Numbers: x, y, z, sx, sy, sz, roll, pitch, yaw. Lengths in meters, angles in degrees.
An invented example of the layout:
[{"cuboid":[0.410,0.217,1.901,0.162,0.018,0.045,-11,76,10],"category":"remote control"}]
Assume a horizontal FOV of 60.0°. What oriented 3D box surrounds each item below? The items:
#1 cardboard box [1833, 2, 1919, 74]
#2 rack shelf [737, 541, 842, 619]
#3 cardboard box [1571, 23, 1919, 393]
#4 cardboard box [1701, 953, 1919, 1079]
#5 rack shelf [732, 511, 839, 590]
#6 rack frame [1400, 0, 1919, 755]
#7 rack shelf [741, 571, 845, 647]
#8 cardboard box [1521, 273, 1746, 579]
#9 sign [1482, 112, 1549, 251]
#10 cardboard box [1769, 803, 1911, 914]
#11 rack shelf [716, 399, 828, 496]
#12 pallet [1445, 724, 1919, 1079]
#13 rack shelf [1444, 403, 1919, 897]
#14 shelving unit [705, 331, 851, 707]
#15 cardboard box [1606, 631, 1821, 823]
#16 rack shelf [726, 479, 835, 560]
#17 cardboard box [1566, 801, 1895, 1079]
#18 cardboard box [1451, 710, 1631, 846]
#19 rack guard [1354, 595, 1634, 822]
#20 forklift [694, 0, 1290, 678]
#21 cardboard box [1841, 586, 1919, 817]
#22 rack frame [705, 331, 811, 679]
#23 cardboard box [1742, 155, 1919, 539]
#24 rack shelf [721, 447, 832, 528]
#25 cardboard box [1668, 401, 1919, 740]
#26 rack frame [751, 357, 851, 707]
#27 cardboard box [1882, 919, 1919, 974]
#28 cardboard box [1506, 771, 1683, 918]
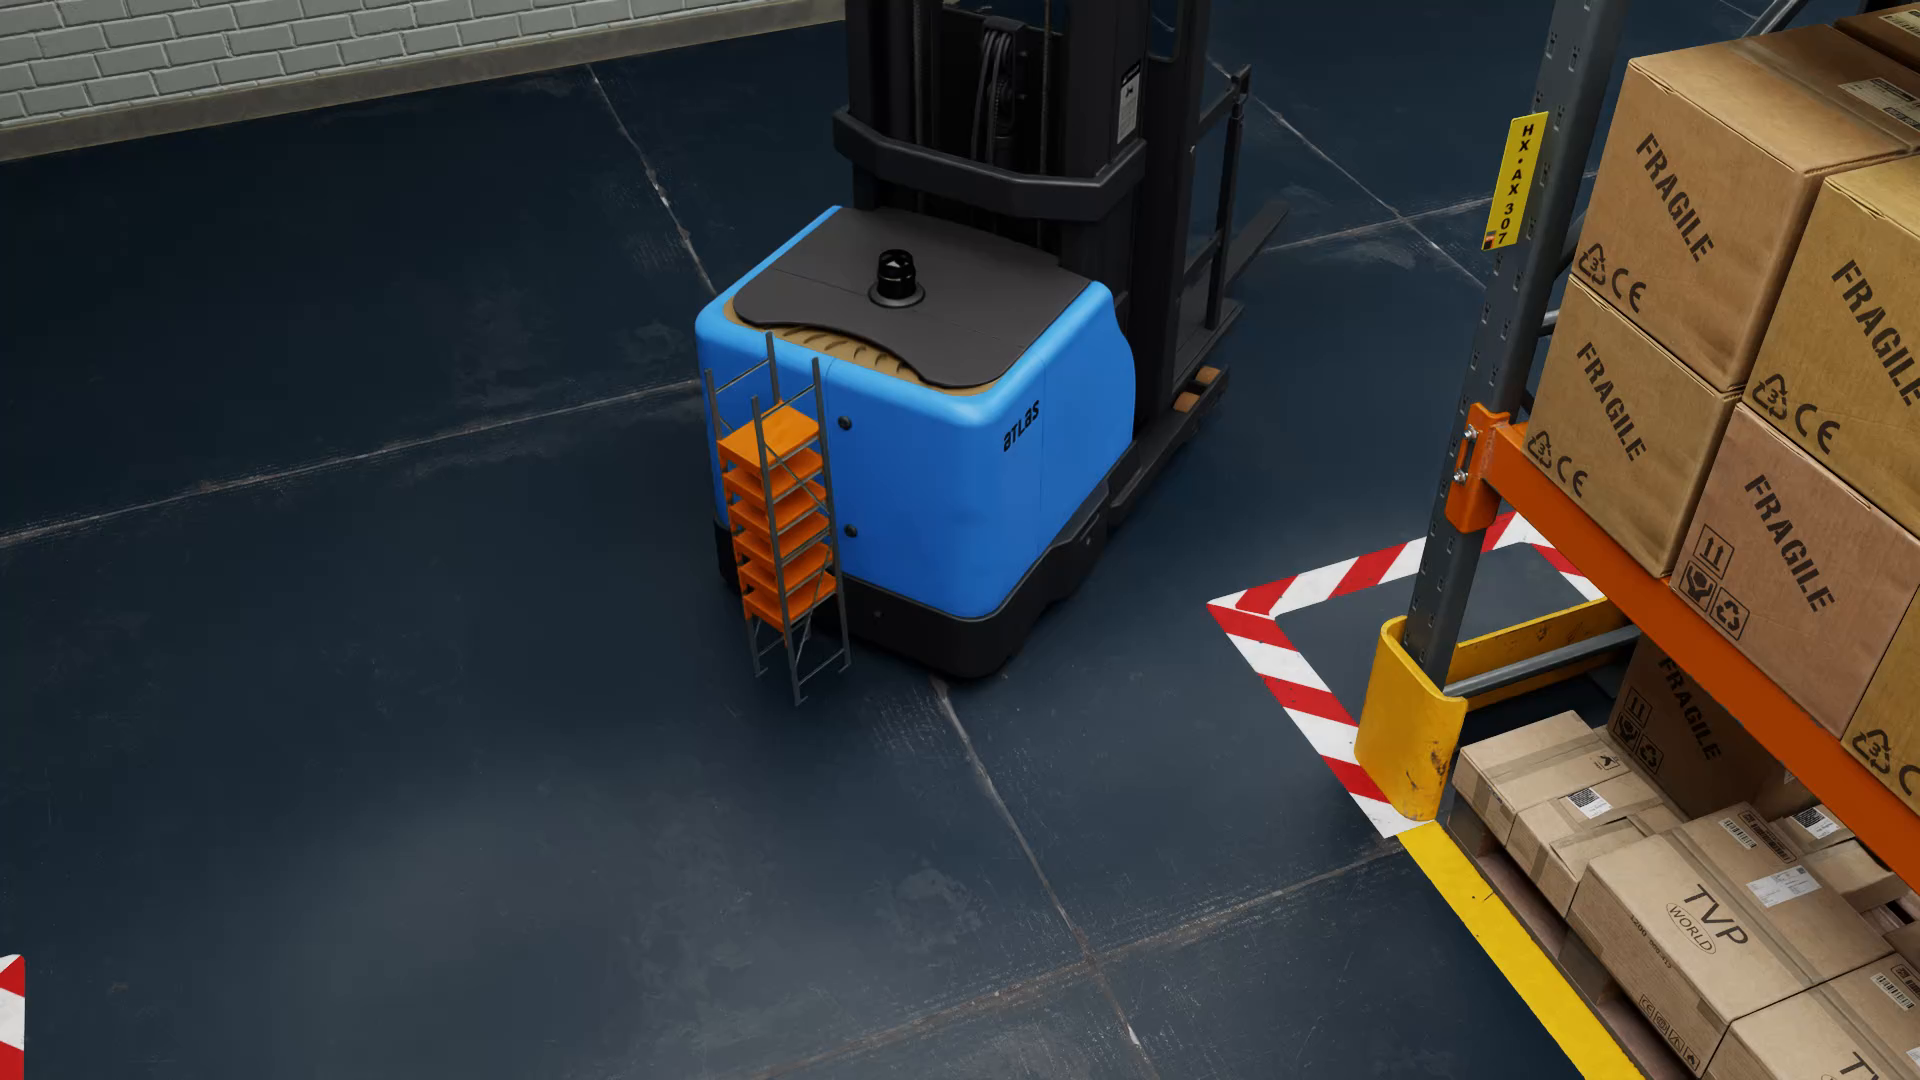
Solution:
[{"cuboid":[2.166,-0.823,3.562,0.500,0.500,0.500,-15,43,-17],"category":"cardboard box"},{"cuboid":[-0.508,0.093,4.965,0.180,0.103,0.258,31,52,31],"category":"rack shelf"},{"cuboid":[1.668,-0.689,3.407,0.500,0.500,0.500,-14,43,-16],"category":"cardboard box"},{"cuboid":[2.070,1.271,3.742,0.500,0.250,0.500,-15,43,-17],"category":"cardboard box"},{"cuboid":[-0.512,0.004,4.884,0.180,0.103,0.258,31,52,31],"category":"rack shelf"},{"cuboid":[1.742,-0.605,4.153,1.000,3.000,0.127,-15,43,-17],"category":"rack frame"},{"cuboid":[-0.505,0.181,5.046,0.180,0.103,0.258,31,52,31],"category":"rack shelf"},{"cuboid":[1.668,-0.310,3.733,0.500,0.500,0.500,-14,43,-16],"category":"cardboard box"},{"cuboid":[1.240,-0.798,3.713,0.100,0.325,0.005,-15,43,-17],"category":"sign"},{"cuboid":[2.249,0.835,4.314,0.380,0.166,0.250,-15,43,-17],"category":"cardboard box"},{"cuboid":[-0.522,-0.261,4.641,0.180,0.103,0.258,31,52,31],"category":"rack shelf"},{"cuboid":[2.077,0.978,4.451,1.003,0.211,1.213,-15,43,-17],"category":"pallet"},{"cuboid":[2.507,0.873,2.987,1.077,0.370,4.000,-15,43,-17],"category":"rack shelf"},{"cuboid":[-0.513,-0.028,4.854,0.189,1.200,0.258,31,52,31],"category":"shelving unit"},{"cuboid":[2.177,0.442,4.515,0.500,0.500,0.500,-15,43,-17],"category":"cardboard box"},{"cuboid":[-0.515,-0.084,4.803,0.180,0.103,0.258,31,52,31],"category":"rack shelf"},{"cuboid":[1.879,0.970,4.093,0.500,0.250,0.500,-15,43,-17],"category":"cardboard box"},{"cuboid":[1.584,0.647,4.546,0.380,0.149,0.250,-15,43,-17],"category":"cardboard box"},{"cuboid":[1.771,0.388,4.915,1.175,0.500,0.348,-15,43,-17],"category":"rack guard"},{"cuboid":[0.366,-1.632,5.400,1.130,2.935,3.031,20,45,22],"category":"forklift"},{"cuboid":[2.059,0.303,3.021,0.500,0.500,0.500,-15,43,-17],"category":"cardboard box"},{"cuboid":[-0.581,-0.069,4.901,0.006,1.200,0.240,31,52,31],"category":"rack frame"},{"cuboid":[1.875,-0.376,3.043,0.500,0.500,0.500,-15,43,-16],"category":"cardboard box"},{"cuboid":[-0.519,-0.173,4.722,0.180,0.103,0.258,31,52,31],"category":"rack shelf"},{"cuboid":[1.870,0.000,3.373,0.500,0.500,0.500,-16,43,-17],"category":"cardboard box"},{"cuboid":[-0.445,0.012,4.807,0.006,1.200,0.240,31,52,31],"category":"rack frame"},{"cuboid":[2.513,1.117,3.922,0.500,0.250,0.500,-15,43,-17],"category":"cardboard box"},{"cuboid":[1.680,0.791,4.365,0.380,0.166,0.250,-15,43,-17],"category":"cardboard box"}]
